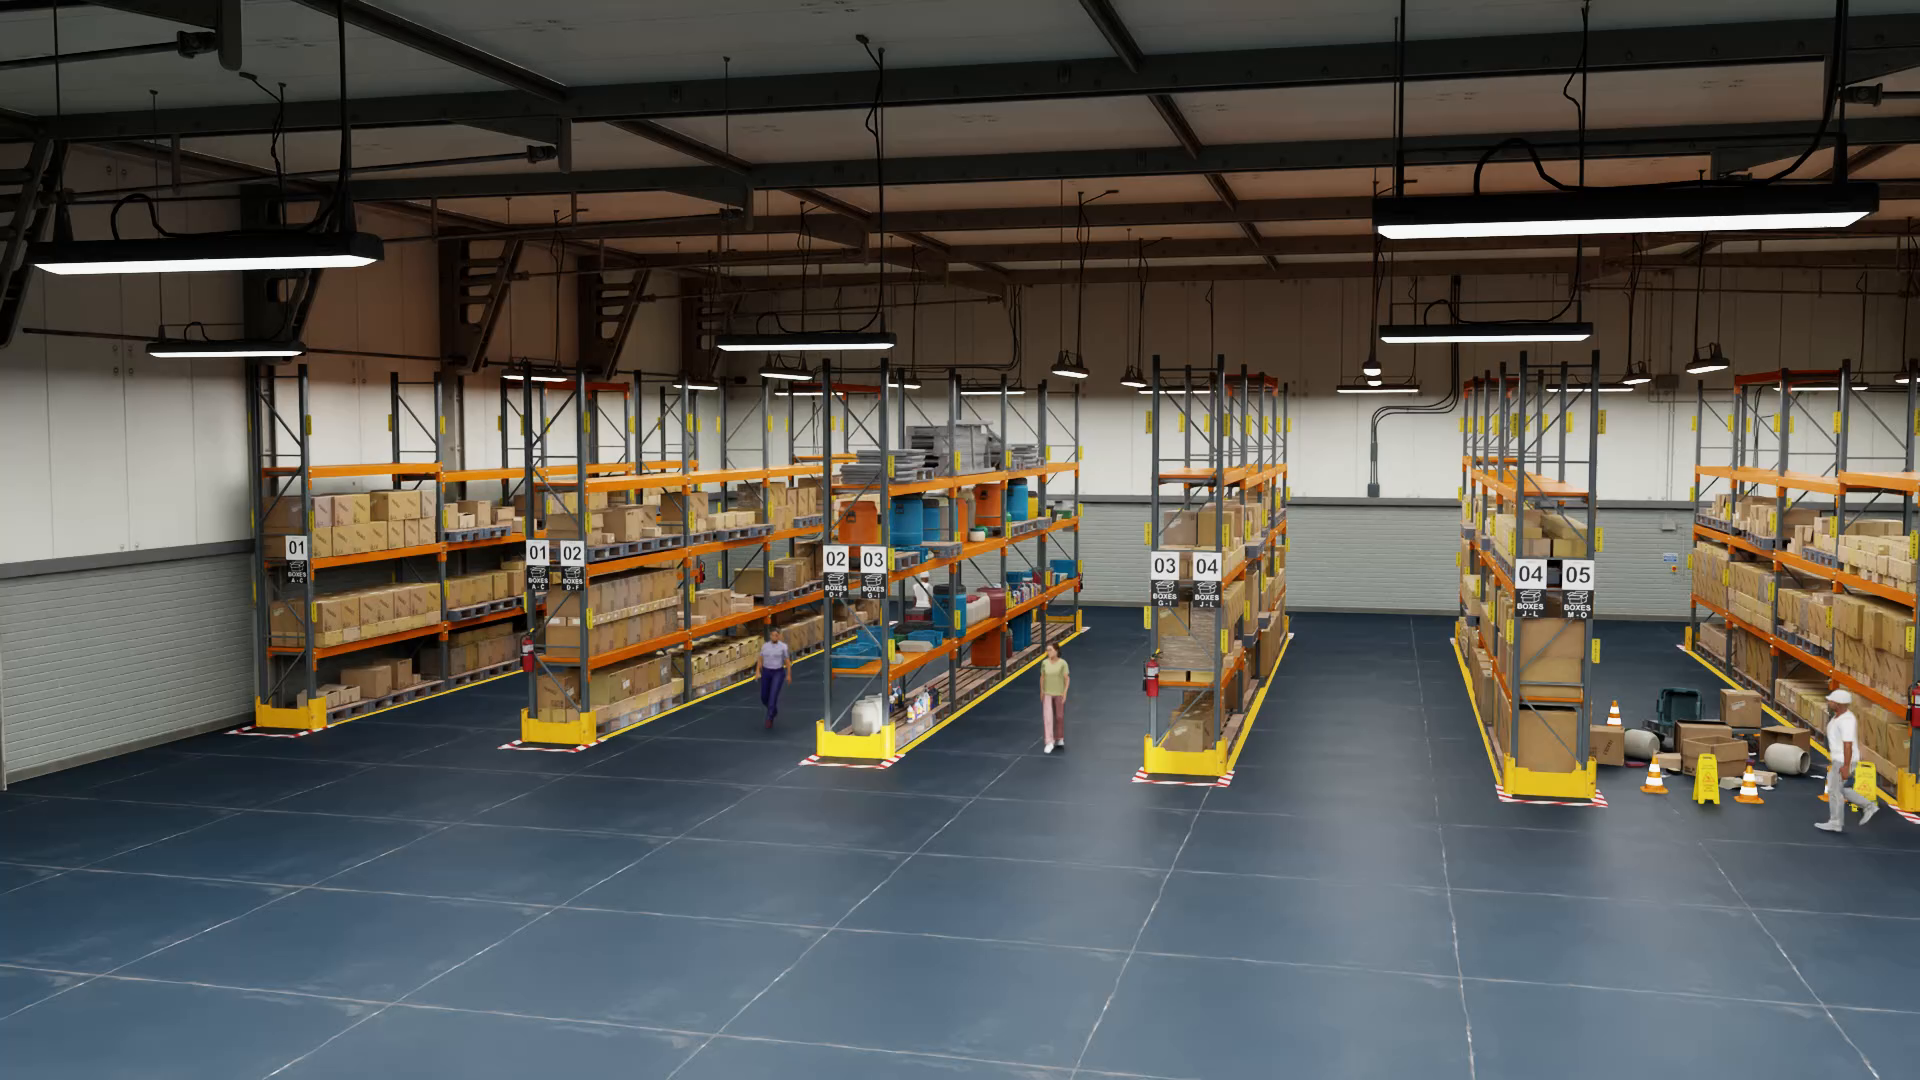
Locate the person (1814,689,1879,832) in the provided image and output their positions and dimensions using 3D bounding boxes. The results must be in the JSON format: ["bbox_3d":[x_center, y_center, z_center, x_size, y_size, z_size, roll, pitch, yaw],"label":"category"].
[{"bbox_3d":[10.931,2.710,20.445,0.720,1.752,0.581,2,4,22],"label":"person"}]

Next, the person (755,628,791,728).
[{"bbox_3d":[-3.133,2.280,27.858,0.557,1.623,0.822,1,4,9],"label":"person"}]

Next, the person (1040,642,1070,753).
[{"bbox_3d":[1.445,2.393,25.631,0.483,1.639,0.857,1,4,12],"label":"person"}]

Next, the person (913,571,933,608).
[{"bbox_3d":[-0.820,1.569,36.969,0.518,1.786,0.603,-4,6,-45],"label":"person"}]
